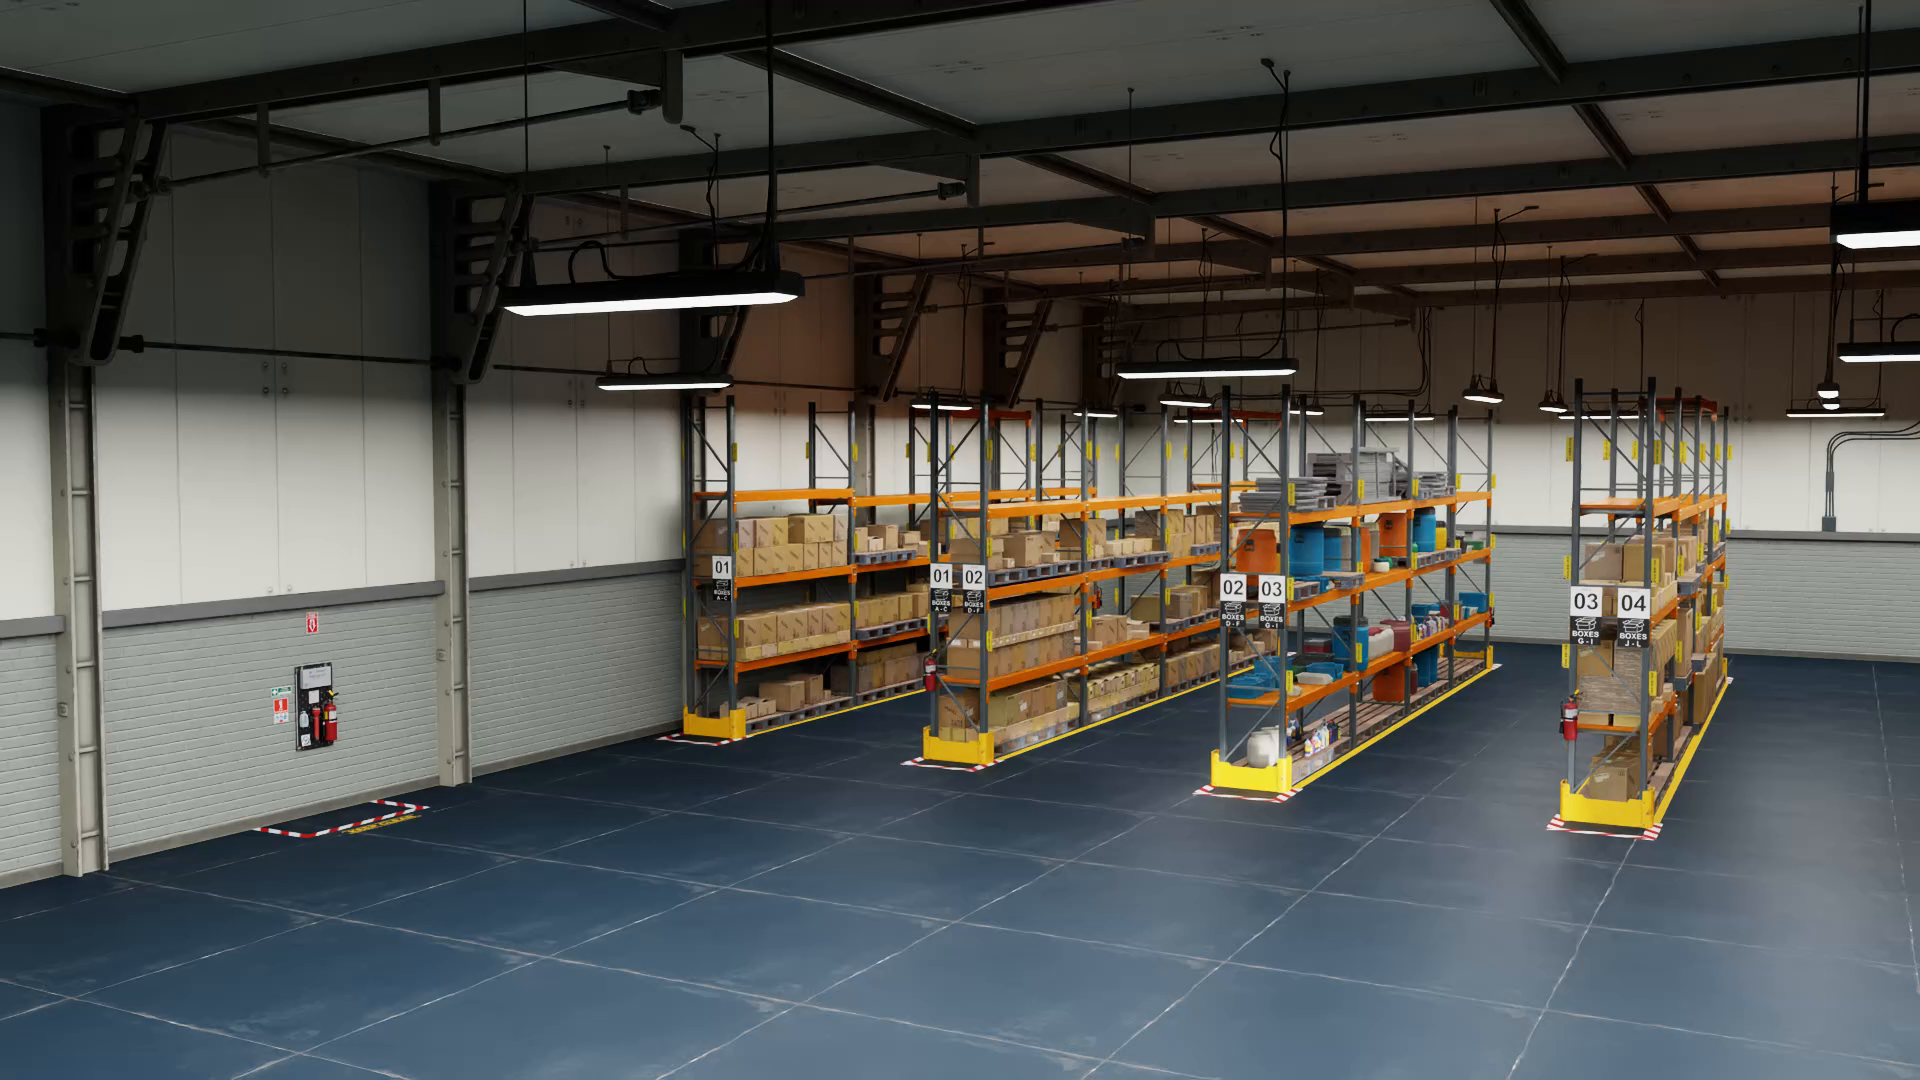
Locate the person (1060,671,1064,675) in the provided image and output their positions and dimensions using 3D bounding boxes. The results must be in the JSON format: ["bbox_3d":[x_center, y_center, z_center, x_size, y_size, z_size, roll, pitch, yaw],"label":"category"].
[{"bbox_3d":[1.920,2.263,35.354,0.580,1.719,0.981,2,4,34],"label":"person"}]
